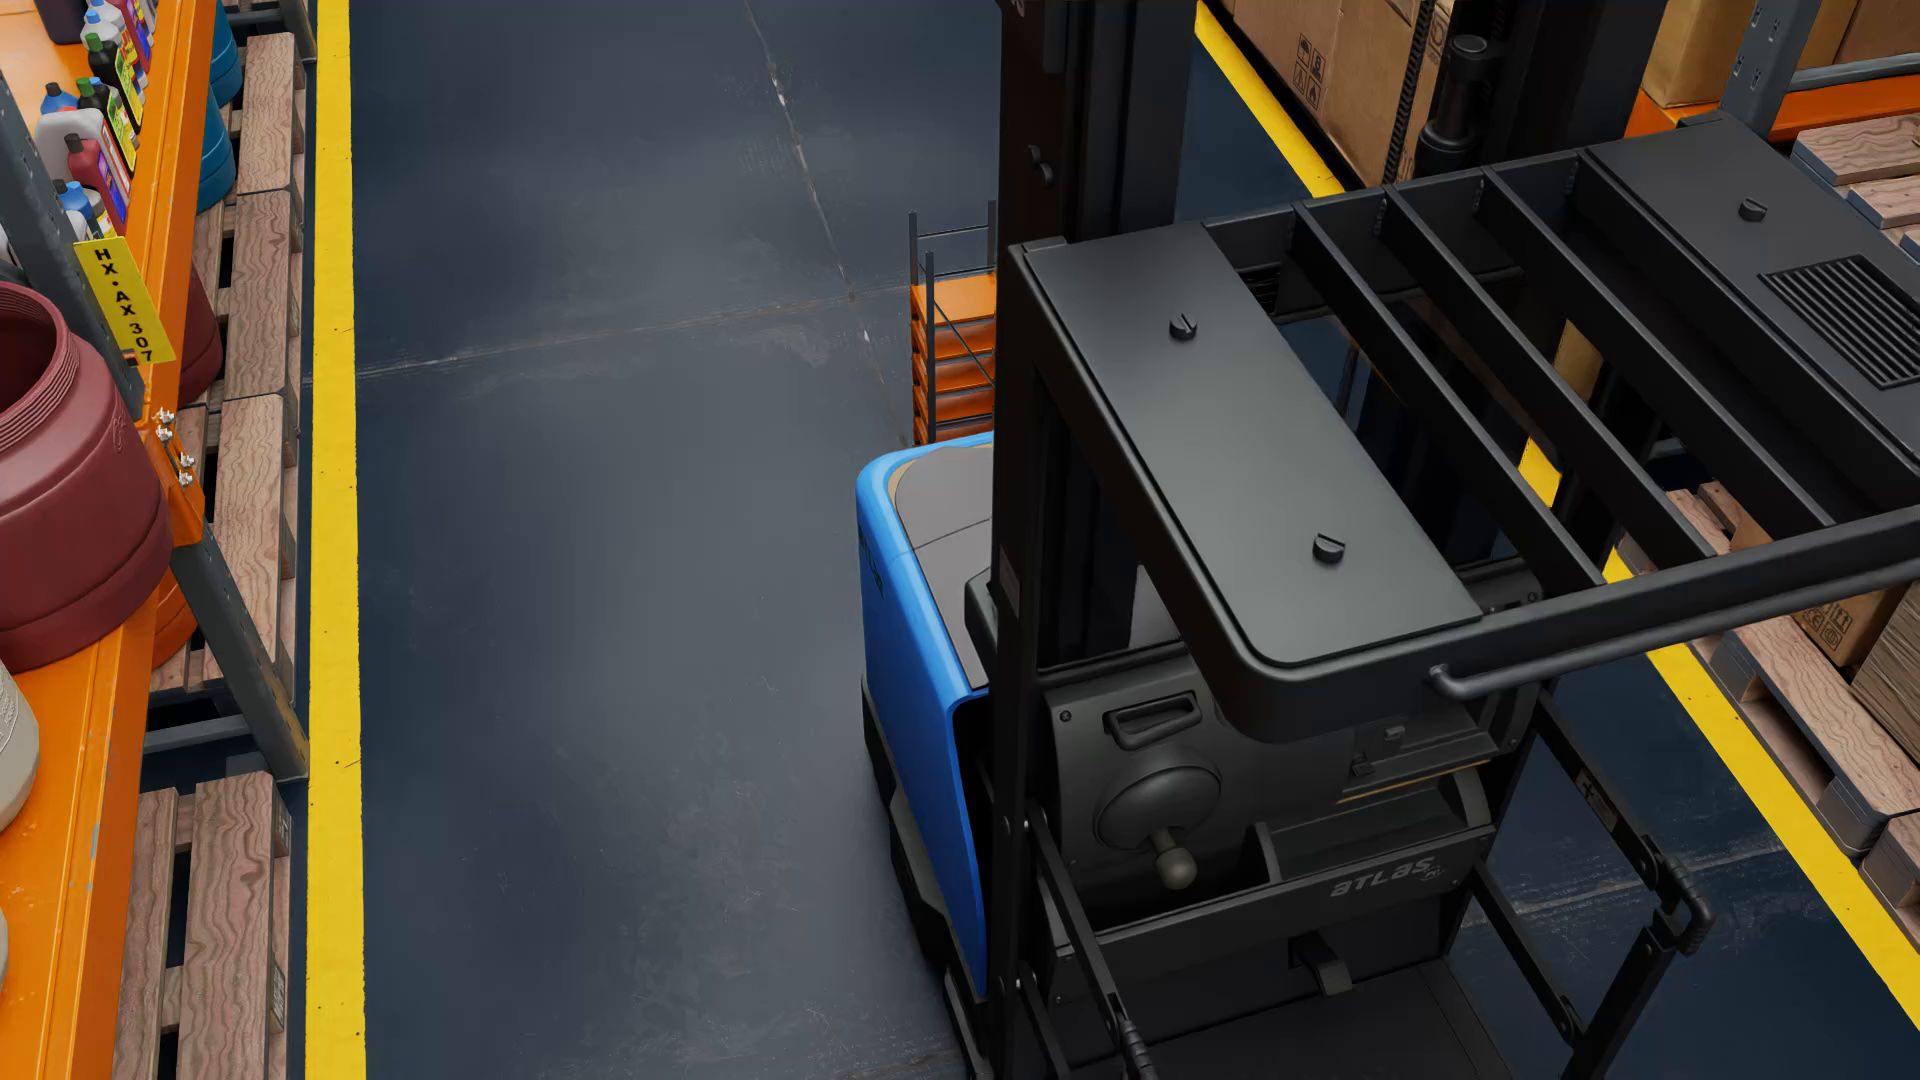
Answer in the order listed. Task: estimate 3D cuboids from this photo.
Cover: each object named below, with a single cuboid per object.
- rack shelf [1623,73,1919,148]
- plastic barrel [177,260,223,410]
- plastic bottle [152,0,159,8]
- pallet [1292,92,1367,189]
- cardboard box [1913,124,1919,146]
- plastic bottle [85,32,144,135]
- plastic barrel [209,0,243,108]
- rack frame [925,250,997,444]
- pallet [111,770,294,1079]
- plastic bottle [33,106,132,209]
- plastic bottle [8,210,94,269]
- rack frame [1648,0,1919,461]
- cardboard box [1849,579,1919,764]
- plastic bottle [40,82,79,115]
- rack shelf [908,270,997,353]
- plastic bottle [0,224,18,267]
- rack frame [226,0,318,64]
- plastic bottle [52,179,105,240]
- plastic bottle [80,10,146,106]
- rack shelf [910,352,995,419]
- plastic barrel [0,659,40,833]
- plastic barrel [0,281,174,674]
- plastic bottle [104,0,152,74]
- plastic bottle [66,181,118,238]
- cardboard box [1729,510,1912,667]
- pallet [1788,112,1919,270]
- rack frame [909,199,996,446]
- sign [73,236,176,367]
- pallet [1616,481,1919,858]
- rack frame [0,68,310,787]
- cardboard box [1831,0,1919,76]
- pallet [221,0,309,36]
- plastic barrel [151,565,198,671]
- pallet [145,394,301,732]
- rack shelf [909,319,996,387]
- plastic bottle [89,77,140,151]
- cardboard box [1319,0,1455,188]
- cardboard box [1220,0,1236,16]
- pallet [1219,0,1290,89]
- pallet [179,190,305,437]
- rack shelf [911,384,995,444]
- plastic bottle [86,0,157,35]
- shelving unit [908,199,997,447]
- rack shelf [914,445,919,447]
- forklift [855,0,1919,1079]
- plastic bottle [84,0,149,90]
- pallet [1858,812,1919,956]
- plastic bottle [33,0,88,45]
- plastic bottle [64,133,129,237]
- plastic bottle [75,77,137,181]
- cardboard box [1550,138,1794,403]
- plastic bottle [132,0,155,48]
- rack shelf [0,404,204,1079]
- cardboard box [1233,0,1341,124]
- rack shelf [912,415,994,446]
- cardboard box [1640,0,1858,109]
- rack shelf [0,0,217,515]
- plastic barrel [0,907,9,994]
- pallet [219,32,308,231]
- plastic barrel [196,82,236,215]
[{"bbox_3d":[1.978,-2.373,5.979,1.077,0.370,4.000,-11,47,-10],"label":"rack shelf"},{"bbox_3d":[-2.729,-0.756,5.285,0.600,0.588,0.708,-11,47,-10],"label":"plastic barrel"},{"bbox_3d":[-2.489,-1.748,4.897,0.144,0.351,0.185,-11,47,-10],"label":"plastic bottle"},{"bbox_3d":[2.052,-1.667,6.736,1.003,0.211,1.213,-11,47,-10],"label":"pallet"},{"bbox_3d":[2.667,-1.061,3.825,0.500,0.500,0.500,-16,48,-15],"label":"cardboard box"},{"bbox_3d":[-2.264,-1.235,4.442,0.061,0.283,0.133,-11,47,-10],"label":"plastic bottle"},{"bbox_3d":[-3.199,-2.134,6.416,0.600,0.901,0.708,-11,47,-10],"label":"plastic barrel"},{"bbox_3d":[0.027,-0.347,4.750,0.240,1.200,0.006,-11,47,-10],"label":"rack frame"},{"bbox_3d":[-2.137,1.179,3.946,1.003,0.211,1.213,-11,47,-10],"label":"pallet"},{"bbox_3d":[-2.215,-0.972,4.190,0.152,0.276,0.135,-11,47,-10],"label":"plastic bottle"},{"bbox_3d":[-2.096,-0.653,3.877,0.152,0.276,0.135,-11,47,-10],"label":"plastic bottle"},{"bbox_3d":[2.490,-1.244,4.369,1.000,3.000,0.127,-11,47,-10],"label":"rack frame"},{"bbox_3d":[2.835,0.316,4.282,0.700,0.500,0.500,-14,47,-14],"label":"cardboard box"},{"bbox_3d":[-2.277,-1.045,4.264,0.097,0.271,0.097,0,46,0],"label":"plastic bottle"},{"bbox_3d":[0.004,-0.631,4.586,0.258,0.103,0.180,-11,47,-10],"label":"rack shelf"},{"bbox_3d":[-2.243,-0.625,3.849,0.152,0.276,0.135,-11,47,-10],"label":"plastic bottle"},{"bbox_3d":[-3.322,-3.100,6.188,1.000,3.000,0.127,-11,47,-10],"label":"rack frame"},{"bbox_3d":[-2.100,-0.736,3.962,0.097,0.271,0.097,0,46,0],"label":"plastic bottle"},{"bbox_3d":[-2.311,-1.307,4.521,0.097,0.271,0.097,0,46,0],"label":"plastic bottle"},{"bbox_3d":[0.004,-0.463,4.758,0.258,0.103,0.180,-11,47,-10],"label":"rack shelf"},{"bbox_3d":[-1.828,0.294,2.784,0.421,0.512,0.421,0,46,0],"label":"plastic barrel"},{"bbox_3d":[-1.886,-0.121,3.173,0.600,0.536,0.708,-11,47,-10],"label":"plastic barrel"},{"bbox_3d":[-2.348,-1.462,4.664,0.061,0.283,0.133,-11,47,-10],"label":"plastic bottle"},{"bbox_3d":[-2.125,-0.779,4.052,0.097,0.201,0.097,0,46,0],"label":"plastic bottle"},{"bbox_3d":[2.681,-0.064,4.655,0.700,0.500,0.500,-13,47,-12],"label":"cardboard box"},{"bbox_3d":[2.775,-0.704,3.974,1.213,0.211,1.003,-11,47,-10],"label":"pallet"},{"bbox_3d":[-0.020,-0.473,4.874,0.240,1.200,0.006,-11,47,-10],"label":"rack frame"},{"bbox_3d":[-1.768,-0.501,3.527,0.100,0.325,0.005,-11,47,-10],"label":"sign"},{"bbox_3d":[2.688,0.272,4.836,1.003,0.211,1.213,-11,47,-10],"label":"pallet"},{"bbox_3d":[-2.298,-0.339,3.482,1.000,3.000,0.127,-11,47,-10],"label":"rack frame"},{"bbox_3d":[2.628,-1.664,4.711,0.500,0.500,0.500,-9,46,-9],"label":"cardboard box"},{"bbox_3d":[-3.548,-2.625,7.674,1.003,0.211,1.213,-11,47,-10],"label":"pallet"},{"bbox_3d":[-2.440,-0.061,4.435,0.600,0.830,0.708,-11,47,-10],"label":"plastic barrel"},{"bbox_3d":[-2.540,0.101,5.003,1.003,0.211,1.213,-11,47,-10],"label":"pallet"},{"bbox_3d":[0.004,-0.547,4.672,0.258,0.103,0.180,-11,47,-10],"label":"rack shelf"},{"bbox_3d":[-2.252,-1.123,4.390,0.097,0.201,0.097,0,46,0],"label":"plastic bottle"},{"bbox_3d":[2.112,-1.745,6.053,1.225,0.875,0.875,-11,47,-10],"label":"cardboard box"},{"bbox_3d":[1.649,-2.971,7.255,1.225,0.875,0.875,-11,47,-10],"label":"cardboard box"},{"bbox_3d":[1.736,-2.511,7.563,1.003,0.211,1.213,-11,47,-10],"label":"pallet"},{"bbox_3d":[-2.849,-0.740,5.827,1.003,0.211,1.213,-11,47,-10],"label":"pallet"},{"bbox_3d":[0.004,-0.379,4.843,0.258,0.103,0.180,-11,47,-10],"label":"rack shelf"},{"bbox_3d":[-2.451,-1.610,4.815,0.152,0.276,0.135,-11,47,-10],"label":"plastic bottle"},{"bbox_3d":[0.004,-0.410,4.812,0.258,1.200,0.189,-11,47,-10],"label":"shelving unit"},{"bbox_3d":[0.004,-0.211,5.015,0.258,0.103,0.180,-11,47,-10],"label":"rack shelf"},{"bbox_3d":[0.669,0.431,2.775,1.130,2.935,3.031,-13,47,-12],"label":"forklift"},{"bbox_3d":[-2.336,-1.374,4.587,0.097,0.271,0.097,0,46,0],"label":"plastic bottle"},{"bbox_3d":[2.997,1.112,4.012,1.003,0.211,1.213,-11,47,-10],"label":"pallet"},{"bbox_3d":[-2.601,-1.627,4.779,0.144,0.351,0.185,-11,47,-10],"label":"plastic bottle"},{"bbox_3d":[-2.136,-0.891,4.104,0.061,0.283,0.133,-11,47,-10],"label":"plastic bottle"},{"bbox_3d":[-2.205,-1.076,4.286,0.061,0.283,0.133,-11,47,-10],"label":"plastic bottle"},{"bbox_3d":[2.333,-1.128,5.449,1.225,0.875,0.875,-13,47,-12],"label":"cardboard box"},{"bbox_3d":[-2.395,-1.534,4.743,0.097,0.271,0.097,0,46,0],"label":"plastic bottle"},{"bbox_3d":[-1.786,1.294,2.385,1.077,0.370,4.000,-11,47,-10],"label":"rack shelf"},{"bbox_3d":[1.879,-2.354,6.650,1.225,0.875,0.875,-12,47,-12],"label":"cardboard box"},{"bbox_3d":[0.004,-0.295,4.929,0.258,0.103,0.180,-11,47,-10],"label":"rack shelf"},{"bbox_3d":[2.124,-1.574,4.623,0.500,0.500,0.500,-9,46,-9],"label":"cardboard box"},{"bbox_3d":[-2.810,-1.468,5.092,1.077,0.370,4.000,-11,47,-10],"label":"rack shelf"},{"bbox_3d":[-1.720,0.584,2.499,0.421,0.512,0.421,0,46,0],"label":"plastic barrel"},{"bbox_3d":[-3.165,-1.584,6.654,1.003,0.211,1.213,-11,47,-10],"label":"pallet"},{"bbox_3d":[-3.018,-1.645,5.937,0.600,0.901,0.708,-11,47,-10],"label":"plastic barrel"}]
